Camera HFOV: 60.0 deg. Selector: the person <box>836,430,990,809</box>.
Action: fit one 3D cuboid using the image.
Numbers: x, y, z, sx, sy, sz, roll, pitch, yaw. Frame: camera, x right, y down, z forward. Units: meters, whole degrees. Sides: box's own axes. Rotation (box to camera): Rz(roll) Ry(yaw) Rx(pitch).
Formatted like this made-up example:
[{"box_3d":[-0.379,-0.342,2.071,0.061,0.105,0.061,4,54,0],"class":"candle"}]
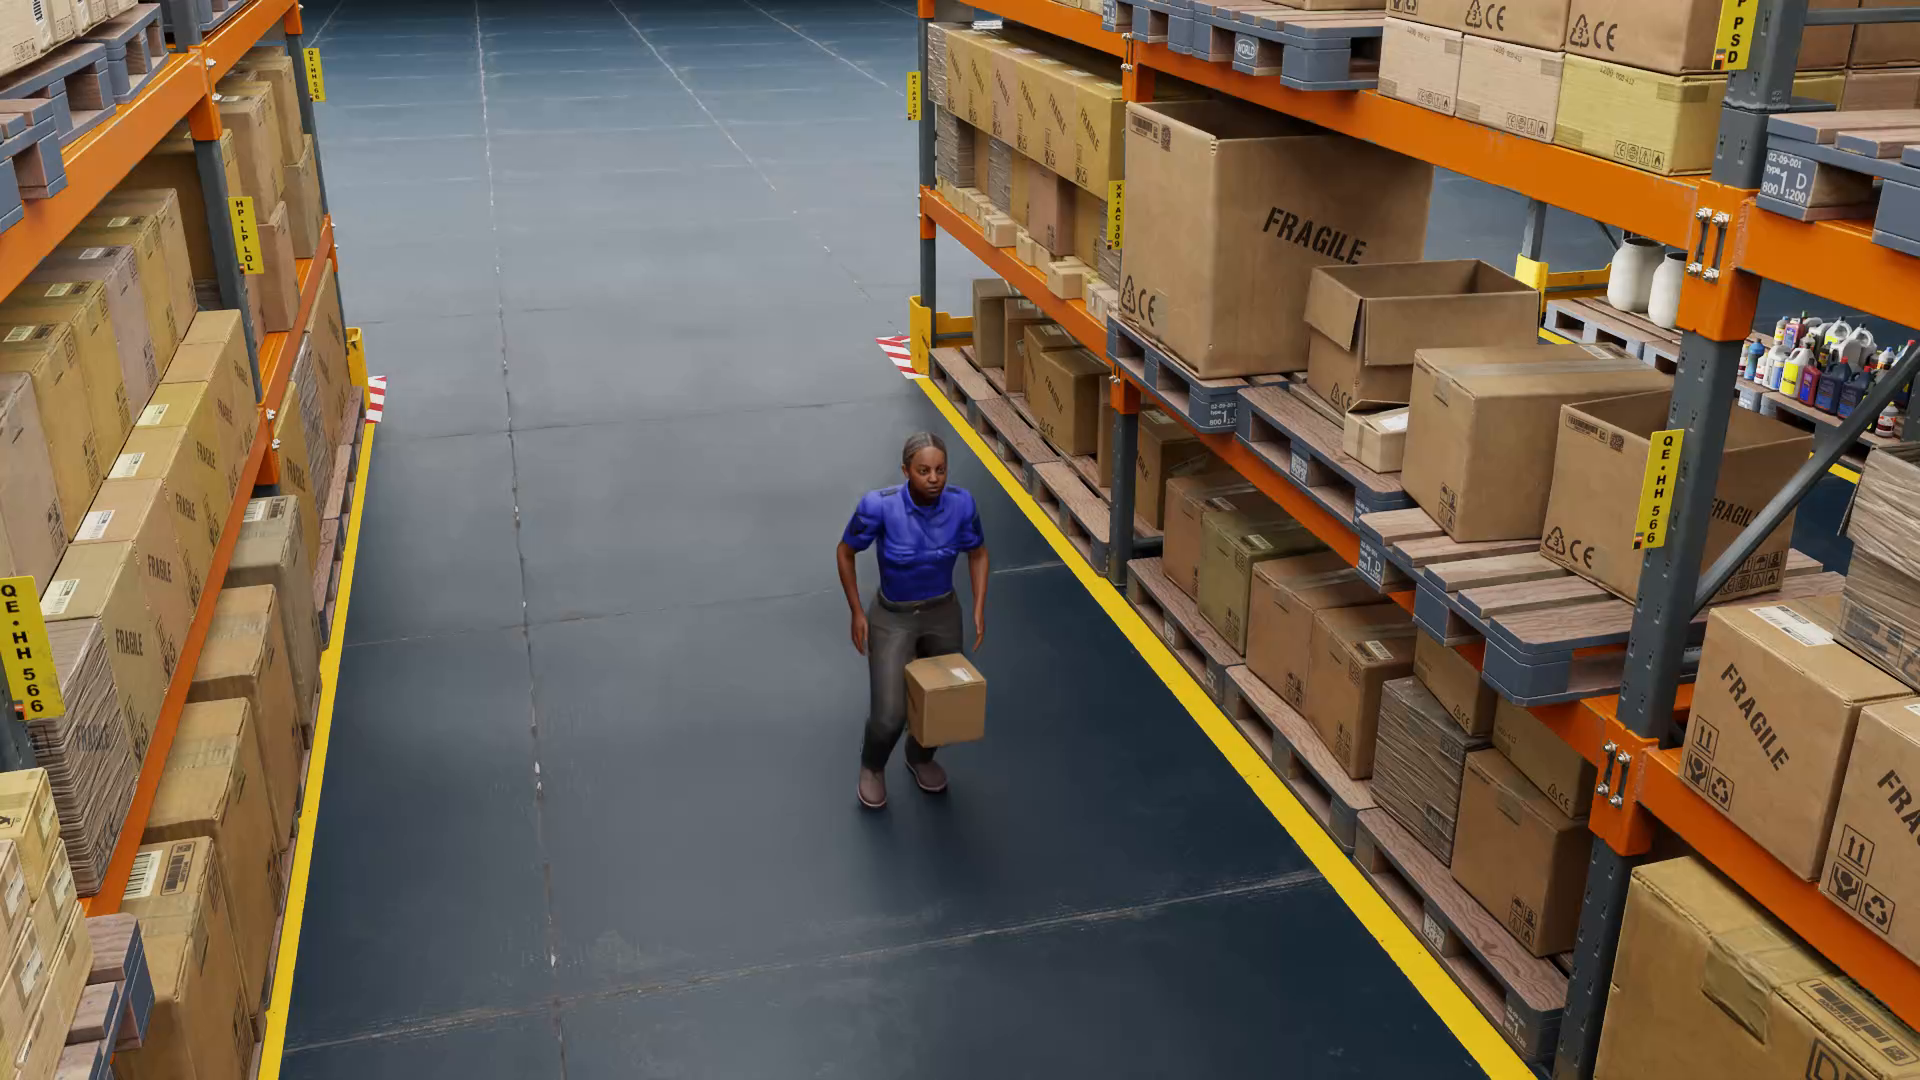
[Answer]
[{"box_3d":[-0.172,0.317,6.430,0.569,1.596,0.590,-8,24,-18],"class":"person"}]
